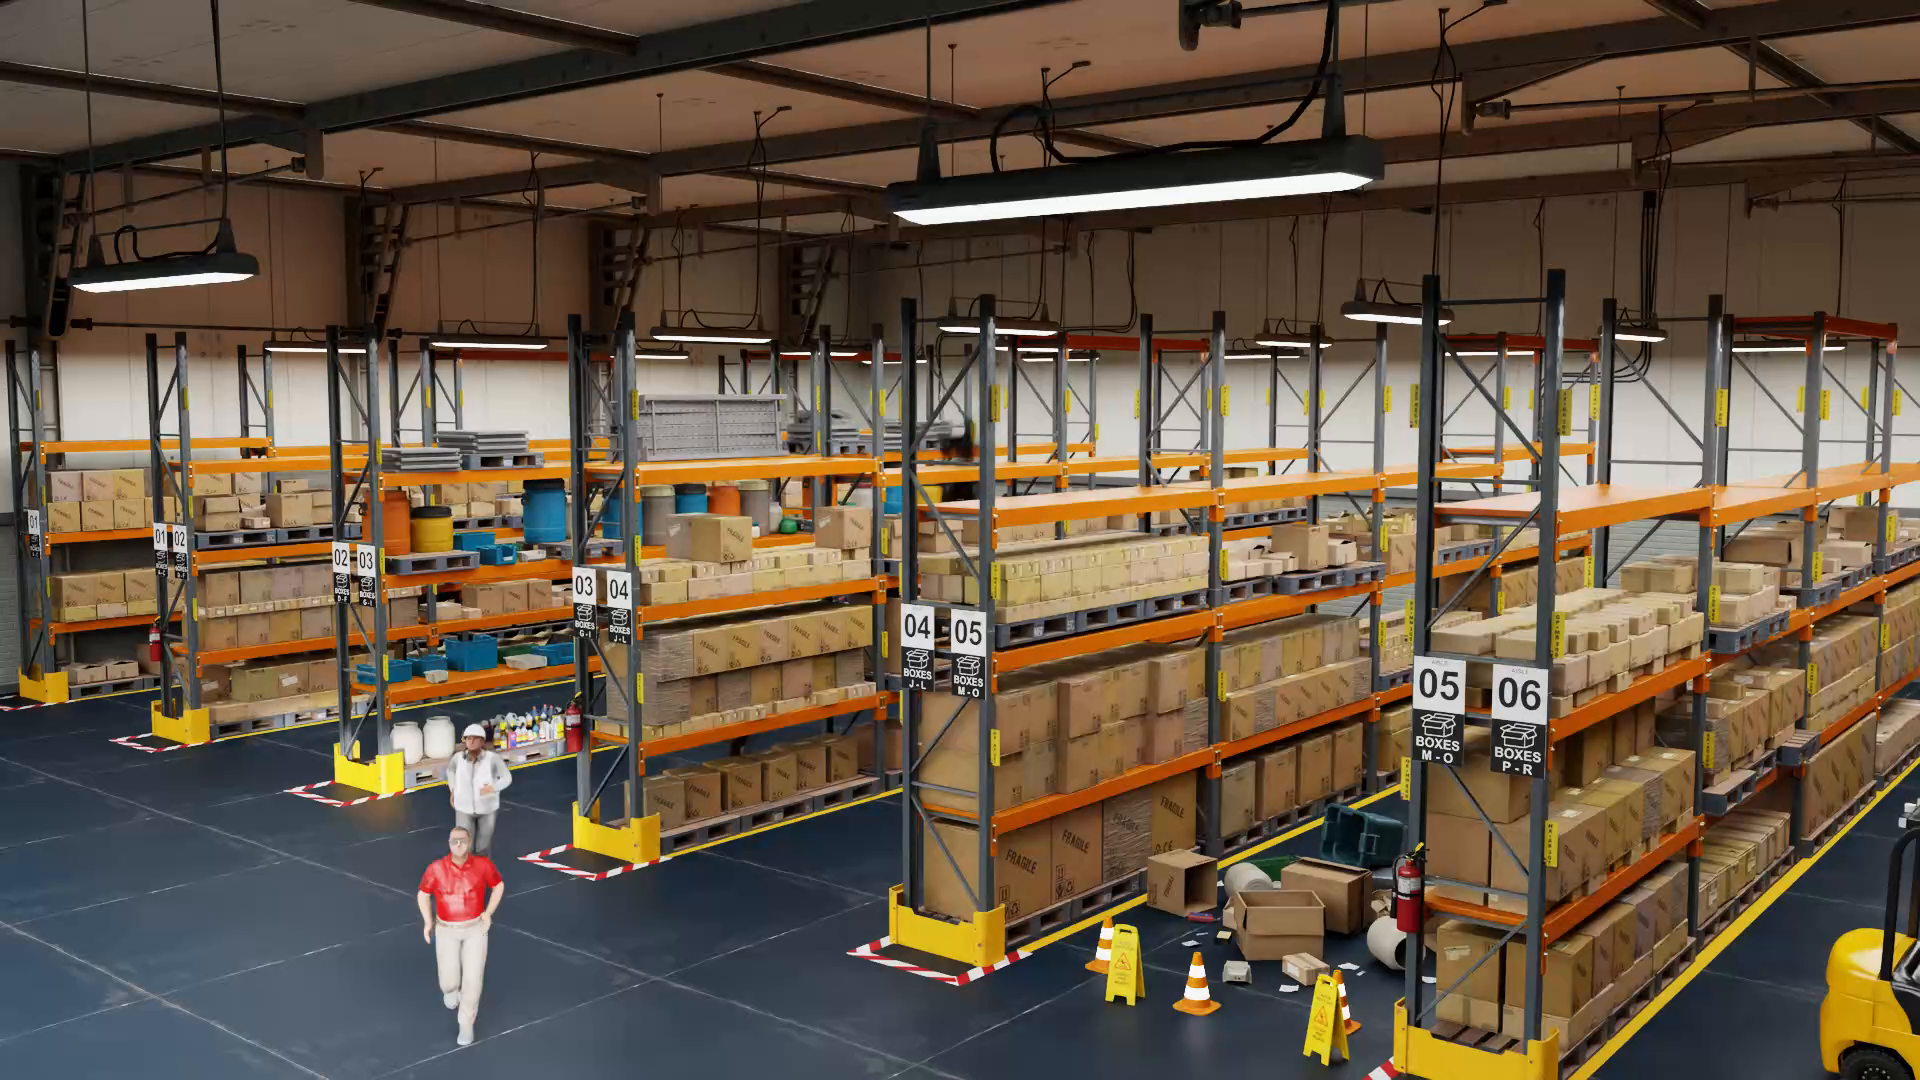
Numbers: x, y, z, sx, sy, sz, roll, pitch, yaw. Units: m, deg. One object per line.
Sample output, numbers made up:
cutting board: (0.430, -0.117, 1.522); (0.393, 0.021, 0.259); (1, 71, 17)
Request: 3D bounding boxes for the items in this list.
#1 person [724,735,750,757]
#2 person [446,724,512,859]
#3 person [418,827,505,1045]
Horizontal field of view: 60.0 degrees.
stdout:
person: (-3.023, 2.261, 22.625); (0.709, 1.737, 0.757); (2, 6, 23)
person: (-4.898, 2.770, 16.957); (0.669, 1.841, 0.733); (-1, 5, -9)
person: (-4.007, 3.137, 13.395); (0.672, 1.698, 0.646); (-2, 5, -17)
